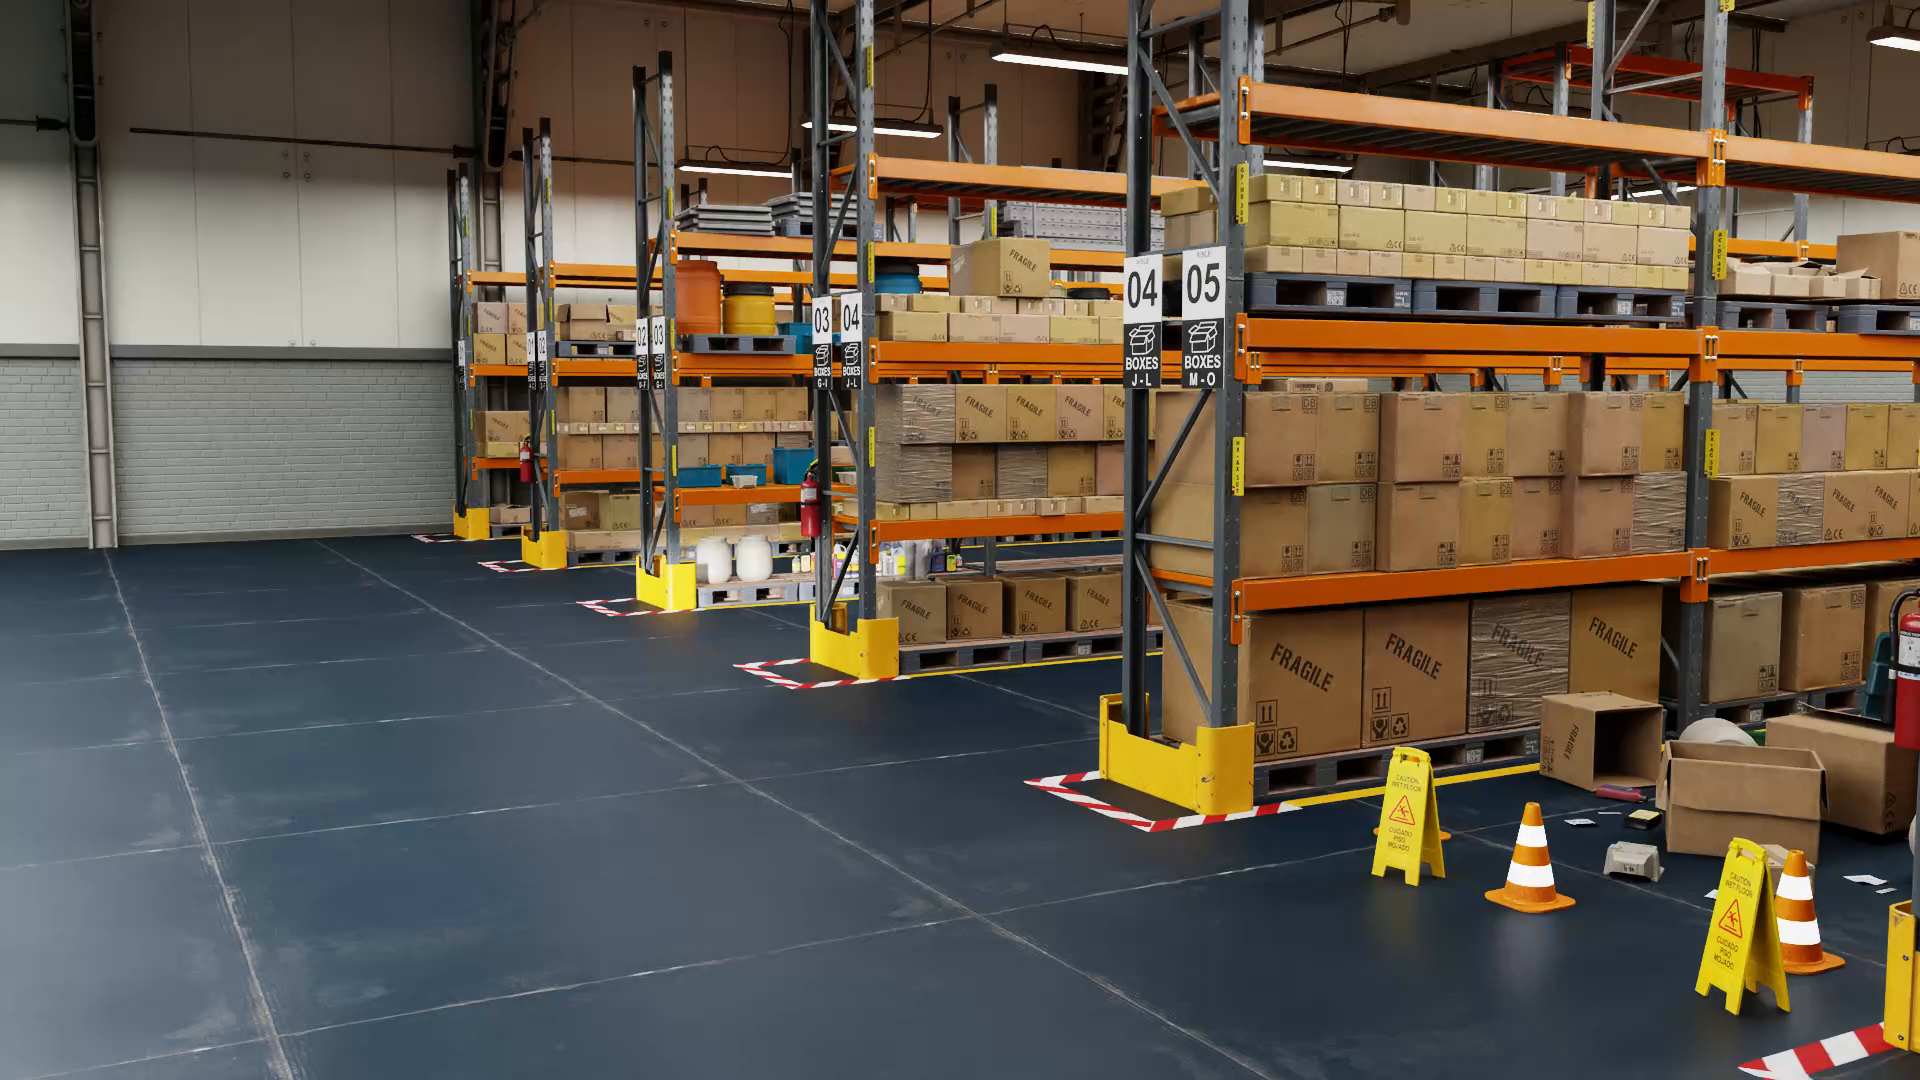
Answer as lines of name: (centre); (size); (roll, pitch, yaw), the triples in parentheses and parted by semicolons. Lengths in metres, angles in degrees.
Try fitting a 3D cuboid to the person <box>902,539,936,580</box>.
person: (-0.431, 0.005, 17.435); (0.376, 1.662, 0.543); (-3, 6, -32)
